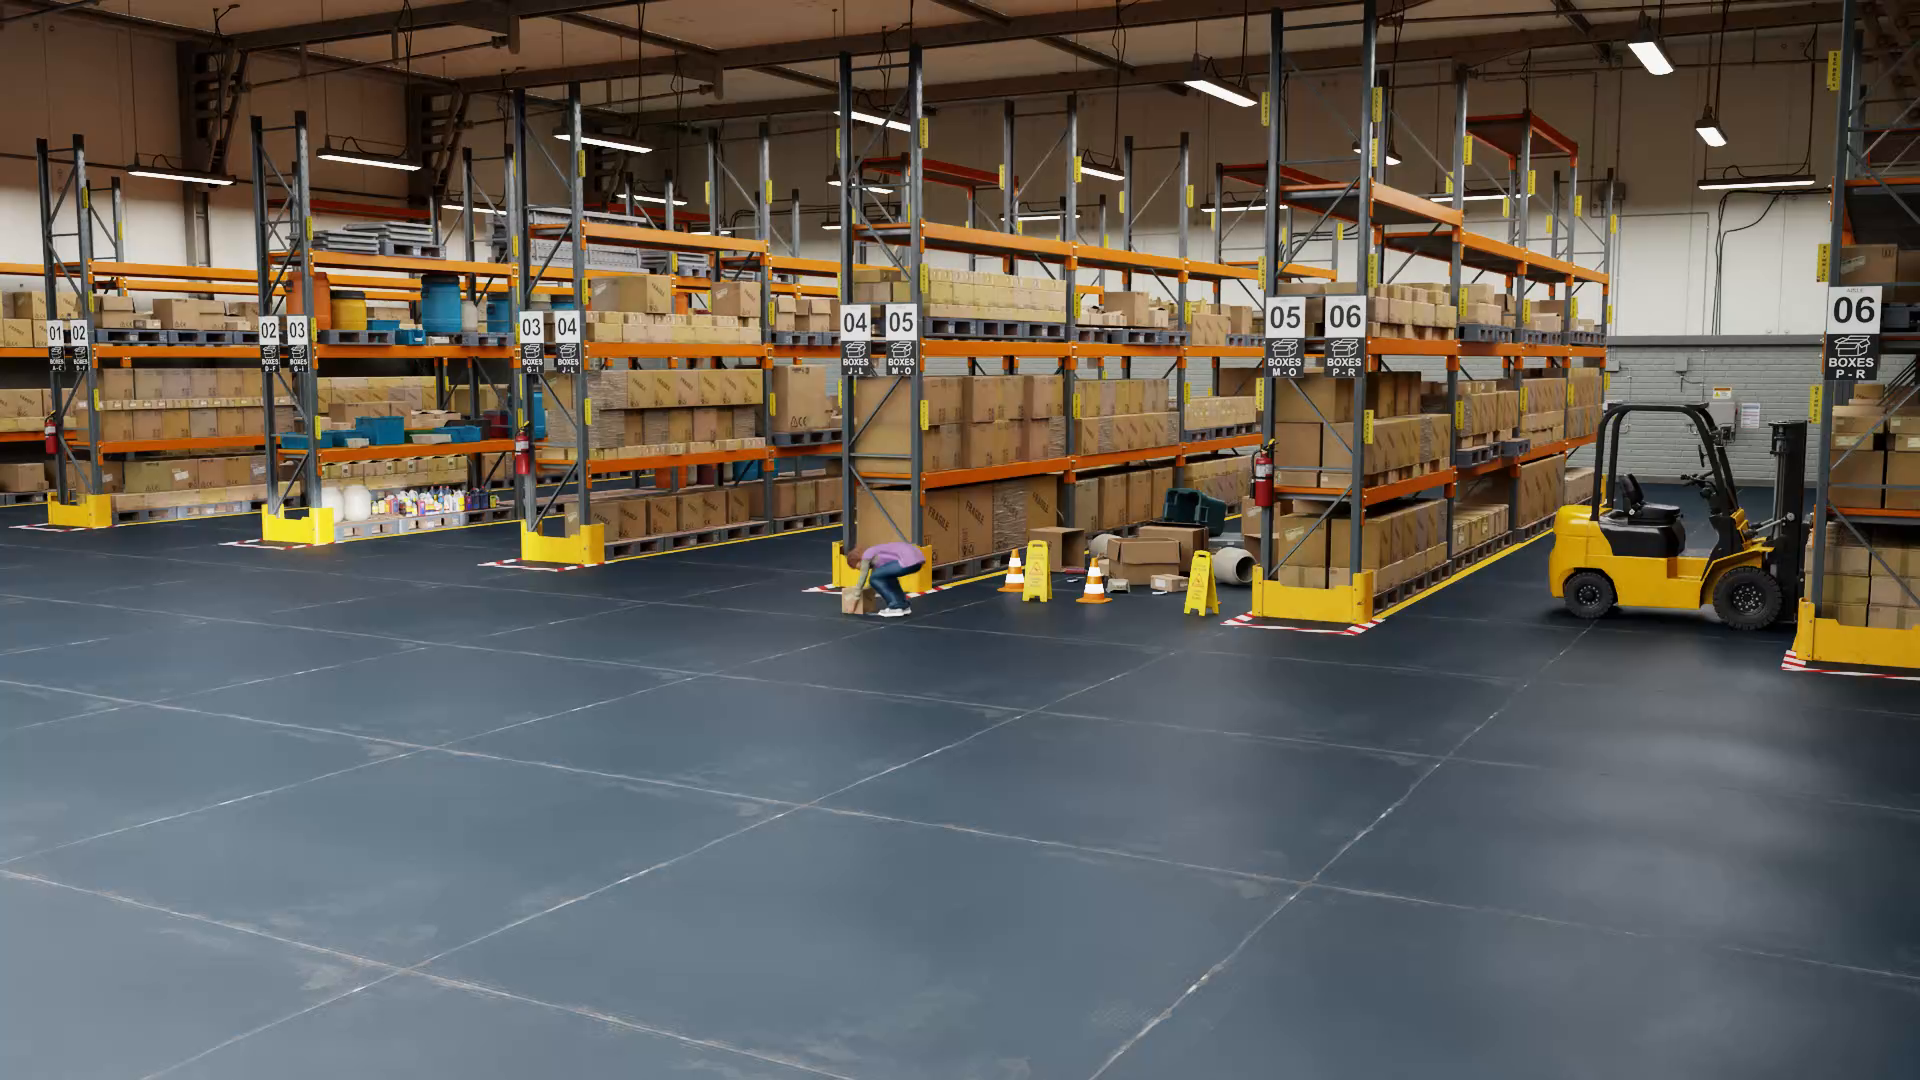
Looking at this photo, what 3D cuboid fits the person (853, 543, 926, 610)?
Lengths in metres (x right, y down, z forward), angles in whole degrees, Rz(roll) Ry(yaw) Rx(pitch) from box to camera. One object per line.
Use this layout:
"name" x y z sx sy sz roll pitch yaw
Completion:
"person" -0.707 0.358 16.895 0.732 0.670 0.425 3 7 27
